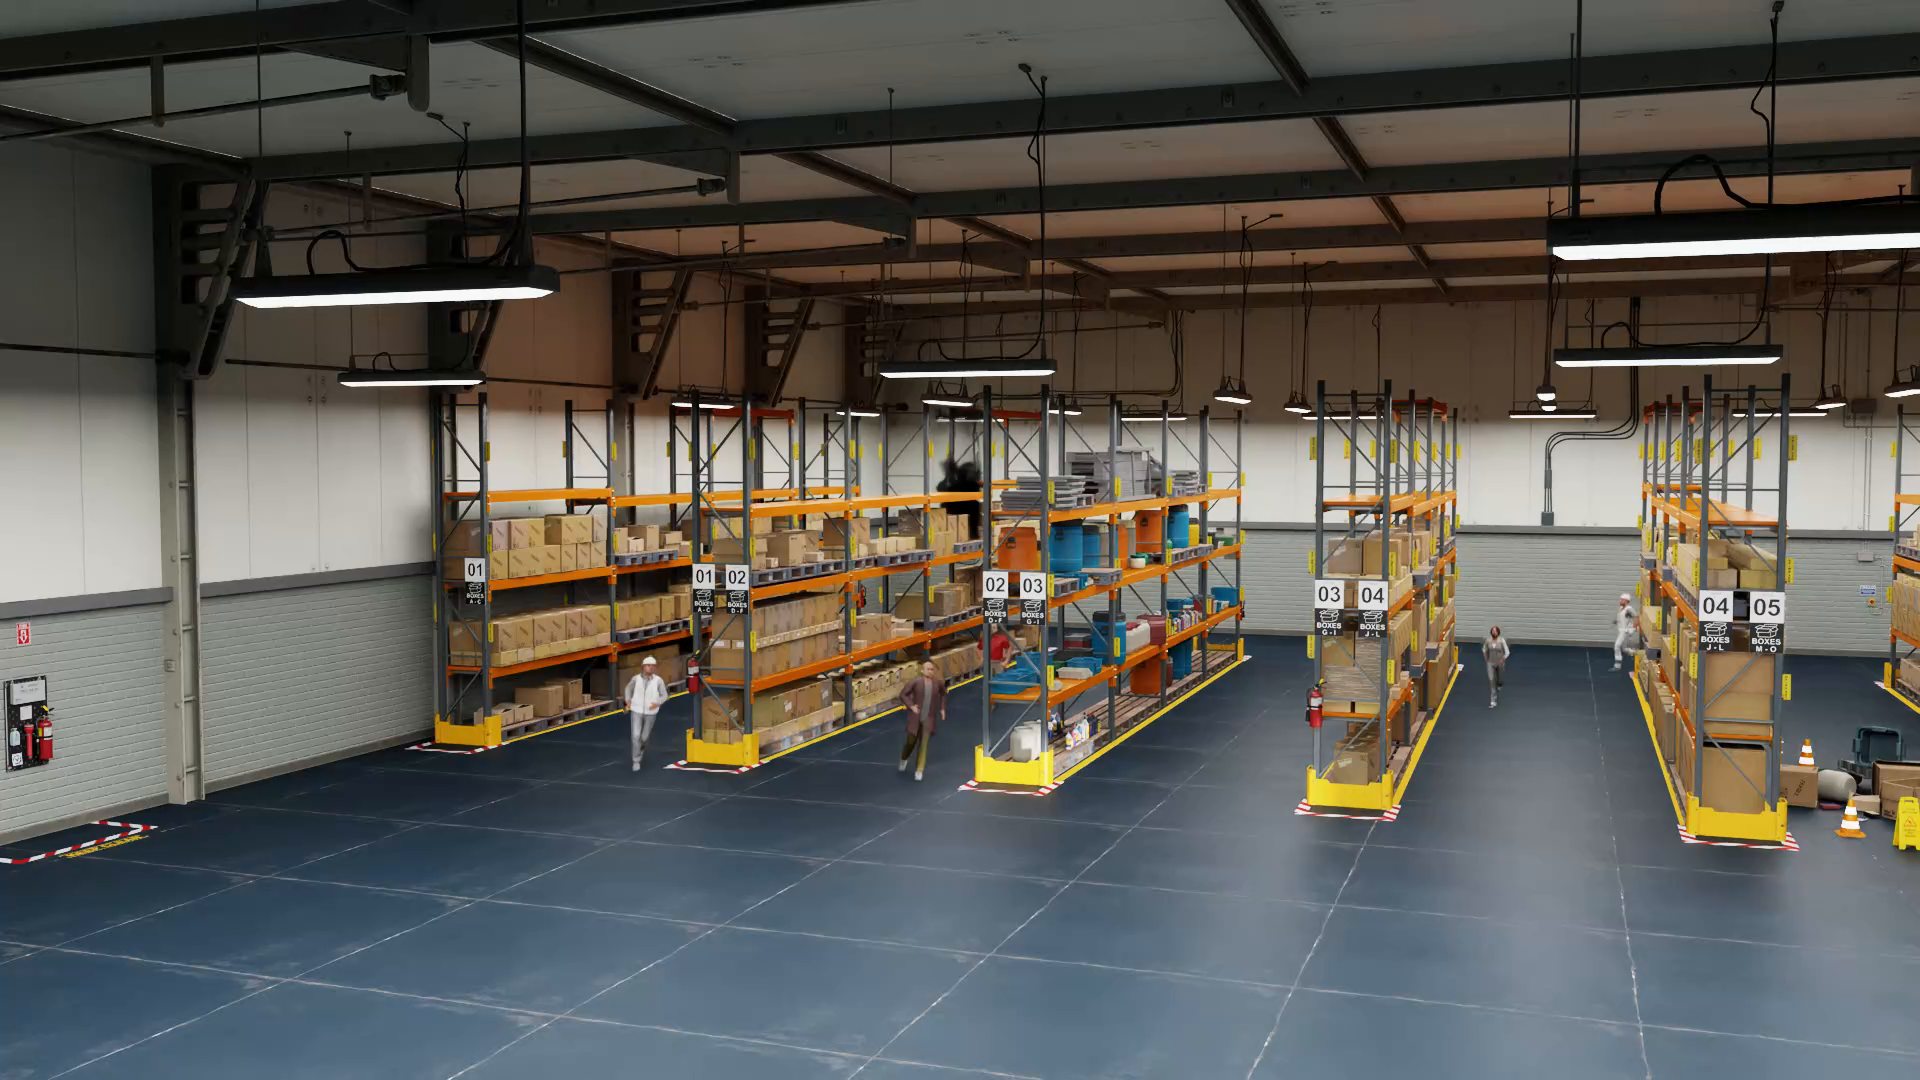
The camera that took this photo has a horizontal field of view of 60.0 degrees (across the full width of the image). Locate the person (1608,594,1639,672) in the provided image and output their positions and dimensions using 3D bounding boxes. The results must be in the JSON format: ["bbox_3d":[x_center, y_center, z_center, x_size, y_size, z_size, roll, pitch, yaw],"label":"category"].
[{"bbox_3d":[15.194,2.113,37.890,0.832,1.779,0.698,0,3,3],"label":"person"}]

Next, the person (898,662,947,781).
[{"bbox_3d":[-0.547,2.750,25.556,0.769,1.744,1.049,0,3,-9],"label":"person"}]

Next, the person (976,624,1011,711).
[{"bbox_3d":[0.651,2.463,32.367,0.692,1.671,0.659,0,3,6],"label":"person"}]

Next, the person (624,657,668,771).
[{"bbox_3d":[-4.982,2.732,26.411,0.683,1.762,0.788,-1,3,-10],"label":"person"}]

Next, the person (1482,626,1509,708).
[{"bbox_3d":[10.593,2.530,32.907,0.519,1.495,0.930,1,3,18],"label":"person"}]
